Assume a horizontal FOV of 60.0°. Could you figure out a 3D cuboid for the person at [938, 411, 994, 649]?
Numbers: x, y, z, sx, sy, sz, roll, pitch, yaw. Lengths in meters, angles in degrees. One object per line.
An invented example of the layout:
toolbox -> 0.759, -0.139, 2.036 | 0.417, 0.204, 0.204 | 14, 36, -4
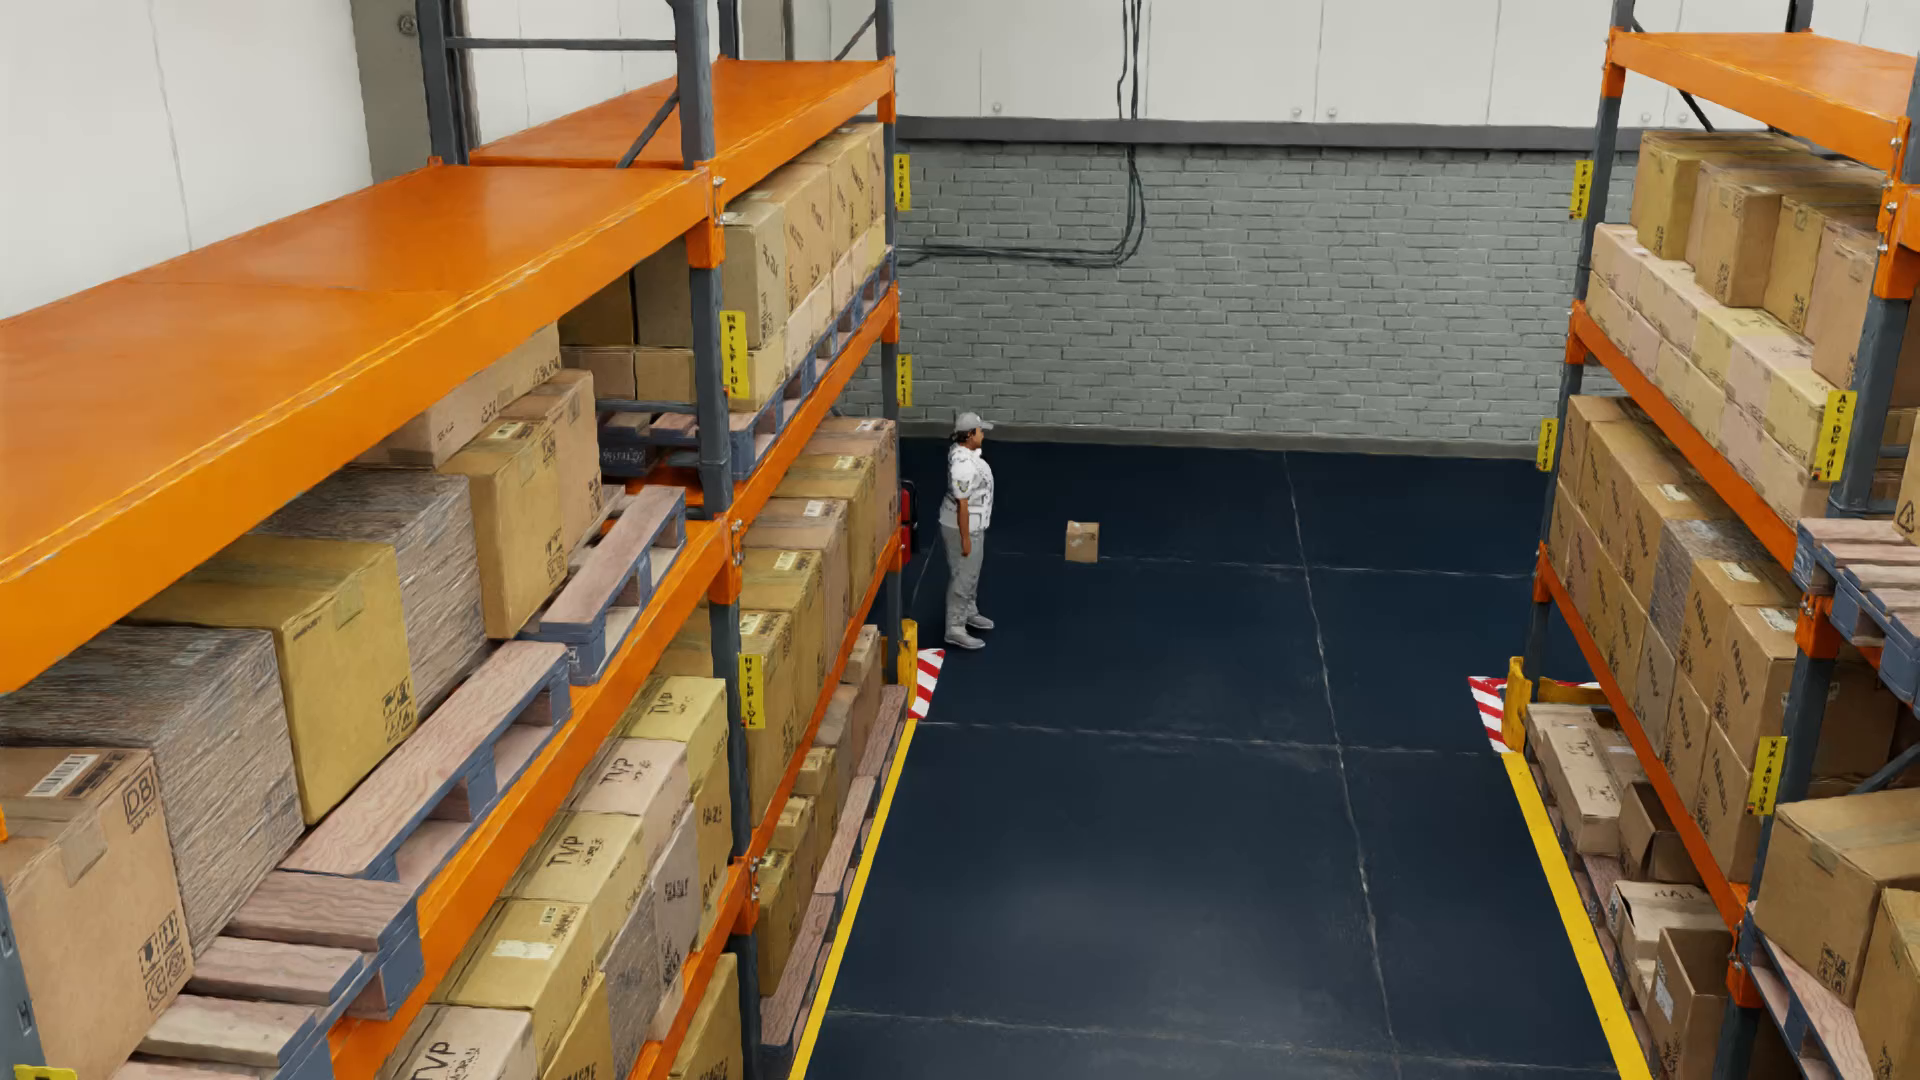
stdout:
person -> 0.044, -0.097, 11.671 | 0.399, 1.672, 0.520 | 1, 21, 3
